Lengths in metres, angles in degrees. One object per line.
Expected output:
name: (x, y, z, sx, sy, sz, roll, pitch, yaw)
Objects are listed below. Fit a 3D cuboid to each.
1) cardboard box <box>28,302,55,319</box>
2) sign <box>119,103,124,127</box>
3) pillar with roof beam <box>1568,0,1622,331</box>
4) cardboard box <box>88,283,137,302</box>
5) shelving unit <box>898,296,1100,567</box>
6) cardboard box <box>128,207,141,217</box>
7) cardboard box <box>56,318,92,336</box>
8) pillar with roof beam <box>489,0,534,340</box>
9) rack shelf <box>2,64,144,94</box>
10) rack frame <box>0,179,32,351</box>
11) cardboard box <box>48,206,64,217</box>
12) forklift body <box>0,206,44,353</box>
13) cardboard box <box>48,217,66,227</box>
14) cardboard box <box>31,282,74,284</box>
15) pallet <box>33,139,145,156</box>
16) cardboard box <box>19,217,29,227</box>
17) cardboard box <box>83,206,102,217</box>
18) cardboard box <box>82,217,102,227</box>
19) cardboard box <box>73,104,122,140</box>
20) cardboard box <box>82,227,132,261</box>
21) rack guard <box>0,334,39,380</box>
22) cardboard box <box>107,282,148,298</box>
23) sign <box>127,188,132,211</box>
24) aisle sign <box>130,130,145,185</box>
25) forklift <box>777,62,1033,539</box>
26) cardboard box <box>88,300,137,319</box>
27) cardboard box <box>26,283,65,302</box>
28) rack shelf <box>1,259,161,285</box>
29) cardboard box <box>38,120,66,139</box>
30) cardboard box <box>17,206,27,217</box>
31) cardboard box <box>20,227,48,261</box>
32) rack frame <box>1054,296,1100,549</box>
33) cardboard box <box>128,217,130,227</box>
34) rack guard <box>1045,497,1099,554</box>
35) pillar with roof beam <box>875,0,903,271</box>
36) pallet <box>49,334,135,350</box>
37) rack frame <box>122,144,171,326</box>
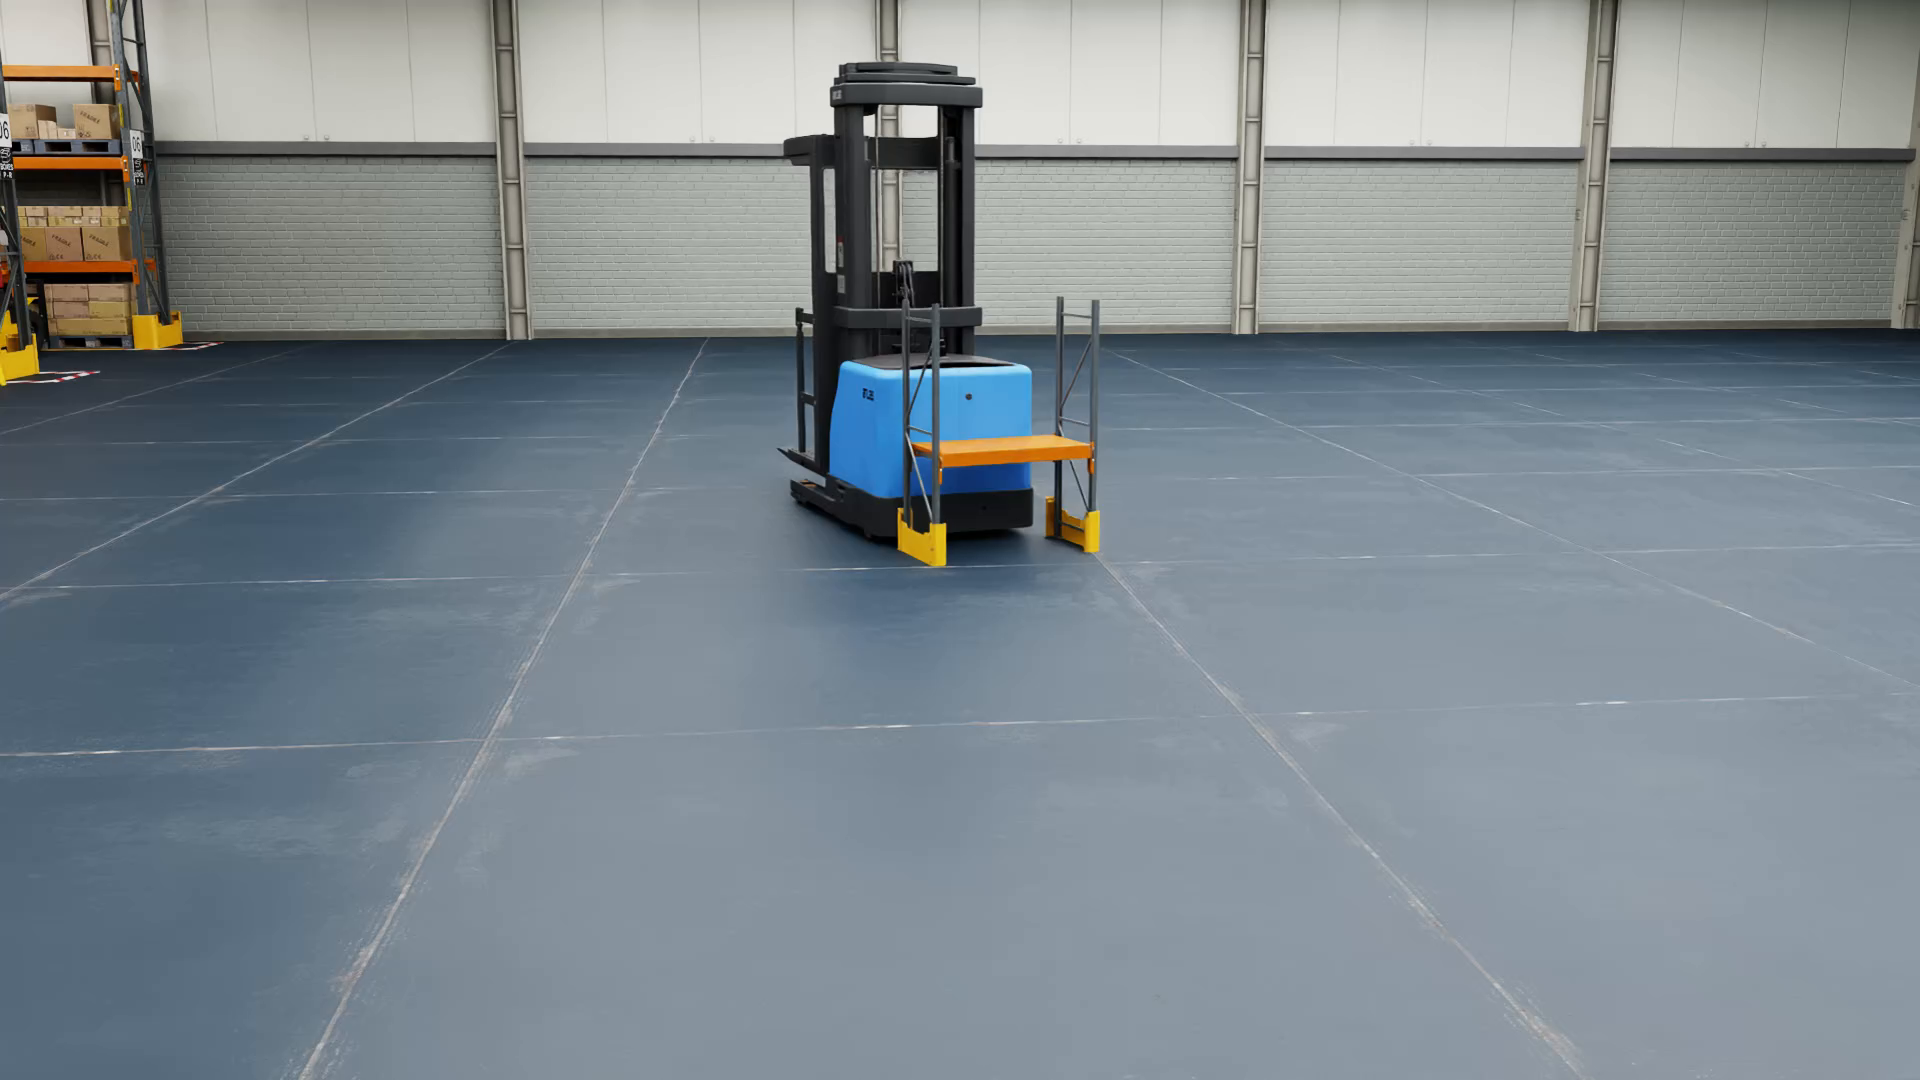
cardboard box: (-13.749, -3.449, 24.881, 0.500, 0.250, 0.500, -1, 11, -7)
sign: (-12.243, -6.203, 24.281, 0.005, 0.325, 0.100, -1, 11, -6)
pillar with roof beam: (11.247, -7.217, 23.749, 0.400, 9.000, 9.100, -1, 11, -6)
cardboard box: (-12.712, -3.718, 24.954, 0.500, 0.250, 0.500, -1, 11, -4)
shelving unit: (0.229, -0.671, 9.891, 1.083, 1.500, 0.587, -5, 12, -23)
cardboard box: (-12.645, -4.988, 25.250, 0.250, 0.149, 0.380, -1, 11, -7)
cardboard box: (-13.216, -3.218, 25.002, 0.500, 0.250, 0.500, -1, 11, -6)
pillar with roof beam: (-6.648, -6.842, 21.842, 0.400, 9.000, 9.100, -1, 11, -6)
rack shelf: (-14.276, -6.793, 24.496, 4.000, 0.370, 1.077, -1, 11, -6)
rack frame: (-11.748, -3.489, 20.337, 0.127, 3.000, 1.000, -1, 11, -6)
cardboard box: (-13.376, -4.893, 24.770, 0.250, 0.149, 0.380, -1, 11, -6)
forklift body: (-13.976, -3.635, 23.280, 1.214, 2.155, 2.313, -1, 11, -6)
cardboard box: (-13.365, -4.739, 24.757, 0.250, 0.149, 0.380, -1, 11, -6)
cardboard box: (-13.781, -3.795, 25.341, 0.500, 0.250, 0.500, -1, 11, -6)
pallet: (-12.994, -5.859, 24.848, 1.213, 0.211, 1.003, -1, 11, -6)
cardboard box: (-13.875, -4.715, 24.636, 0.250, 0.149, 0.380, -1, 11, -6)
cardboard box: (-12.863, -4.895, 24.778, 0.250, 0.149, 0.380, -1, 11, -6)
cardboard box: (-12.853, -4.736, 24.740, 0.250, 0.149, 0.380, -1, 11, -5)
cardboard box: (-12.702, -6.160, 24.545, 0.500, 0.500, 0.500, -1, 11, -4)
cardboard box: (-12.749, -4.429, 24.861, 0.500, 0.500, 0.500, -1, 11, -7)
rack guard: (-11.824, -2.260, 20.570, 0.348, 0.500, 1.175, -1, 11, -6)
cardboard box: (-12.786, -3.814, 25.440, 0.500, 0.250, 0.500, -1, 11, -7)
sign: (-12.243, -5.020, 24.513, 0.005, 0.325, 0.100, -1, 11, -6)
aisle sign: (-12.191, -5.661, 24.648, 0.004, 0.787, 0.394, -1, 11, -6)
forklift: (-0.547, -1.688, 11.356, 1.130, 2.935, 3.031, -4, 12, -21)
cardboard box: (-12.738, -3.472, 24.998, 0.500, 0.250, 0.500, -1, 11, -7)
cardboard box: (-13.720, -3.694, 24.831, 0.500, 0.250, 0.500, -1, 11, -5)
rack shelf: (-14.276, -4.046, 25.036, 4.000, 0.370, 1.077, -1, 11, -6)
cardboard box: (-13.331, -6.021, 24.441, 0.258, 0.266, 0.396, -1, 11, -6)
cardboard box: (-13.879, -4.860, 24.601, 0.250, 0.149, 0.380, -1, 11, -5)
cardboard box: (-13.775, -4.409, 24.760, 0.500, 0.500, 0.500, -1, 11, -7)
rack frame: (0.704, -0.710, 10.094, 0.032, 1.500, 0.500, -5, 12, -23)
cardboard box: (-12.653, -4.850, 25.323, 0.250, 0.149, 0.380, -1, 11, -8)
rack guard: (0.686, -0.096, 10.207, 0.087, 0.250, 0.587, -5, 12, -23)
pillar with roof beam: (-0.683, -6.967, 22.477, 0.400, 9.000, 9.100, -1, 11, -6)
pallet: (-13.044, -3.048, 25.326, 1.213, 0.211, 1.003, -1, 11, -6)
rack frame: (-12.288, -4.440, 25.178, 0.127, 3.000, 1.000, -1, 11, -6)
